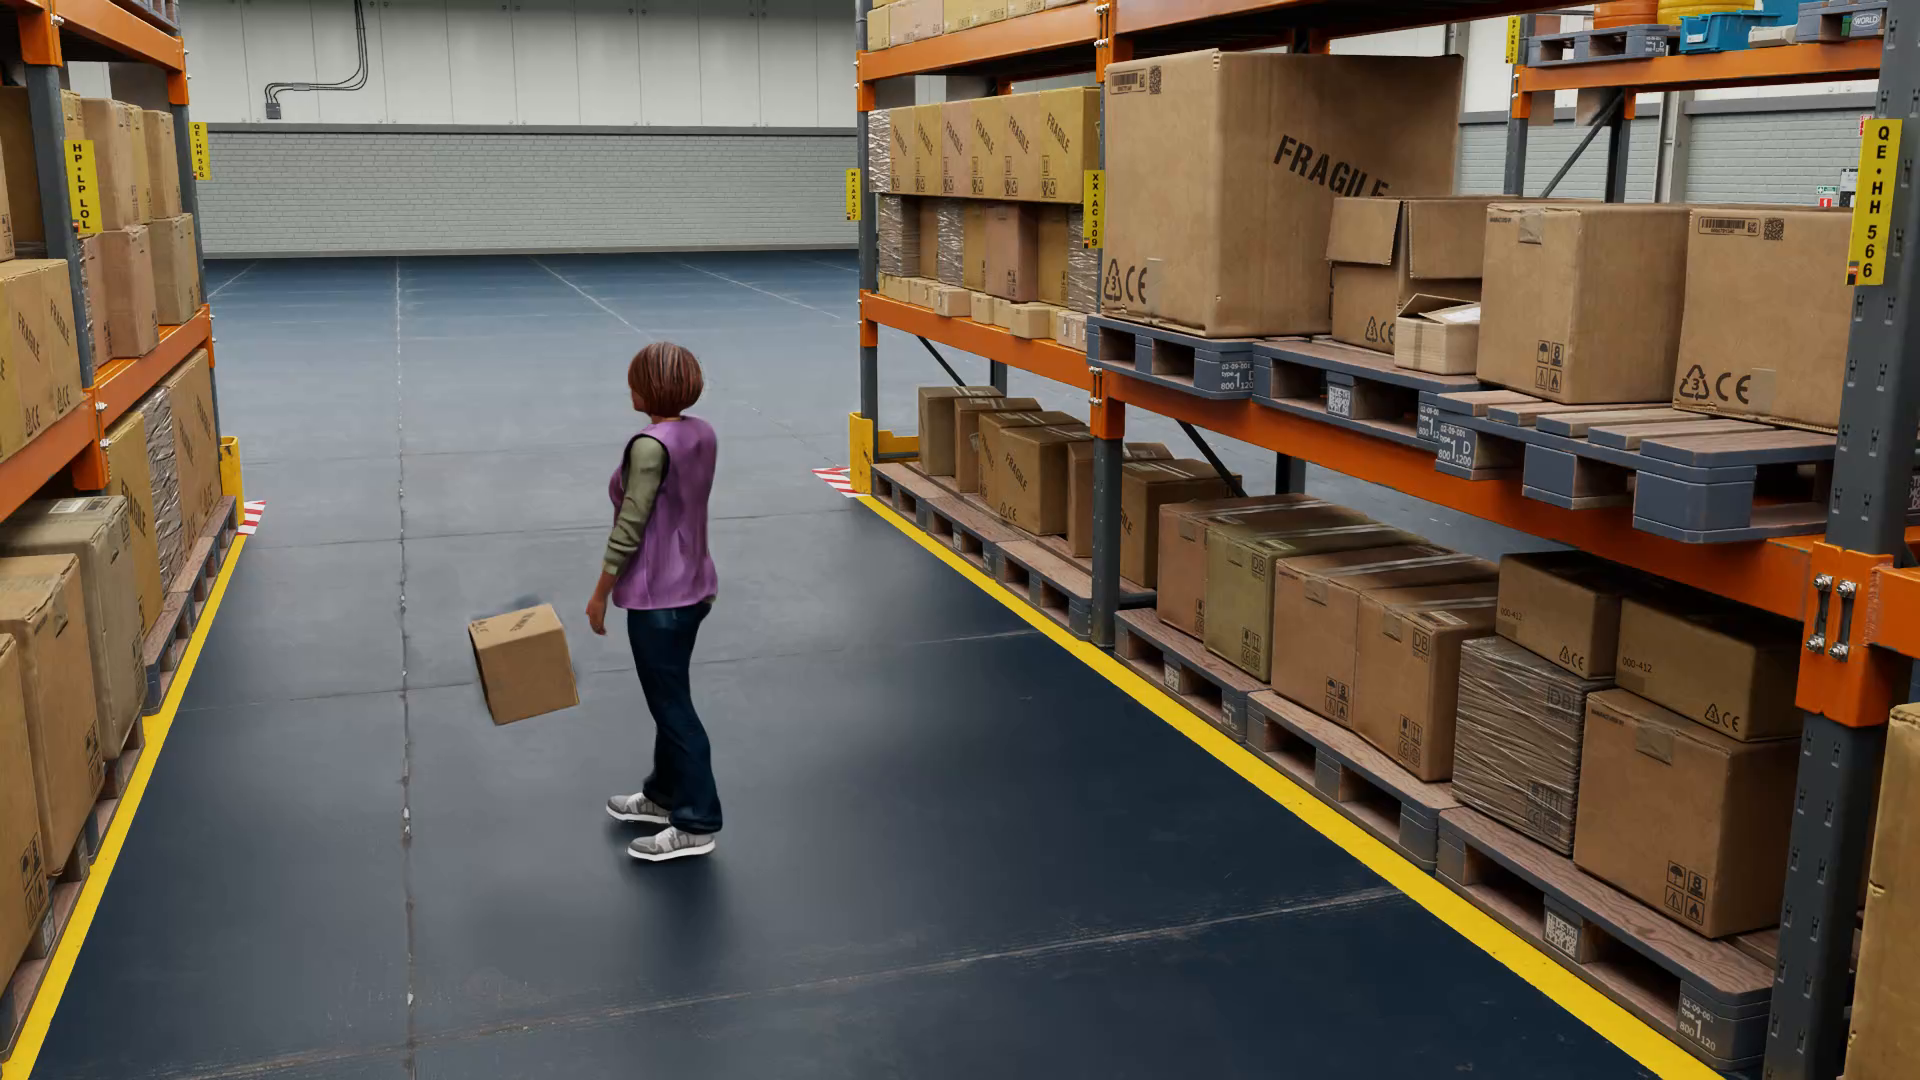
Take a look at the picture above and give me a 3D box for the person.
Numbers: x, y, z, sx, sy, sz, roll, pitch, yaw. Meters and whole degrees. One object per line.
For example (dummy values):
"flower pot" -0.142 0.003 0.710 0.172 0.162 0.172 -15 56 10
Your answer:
"person" -0.982 0.180 5.148 0.479 1.597 0.476 4 13 16
